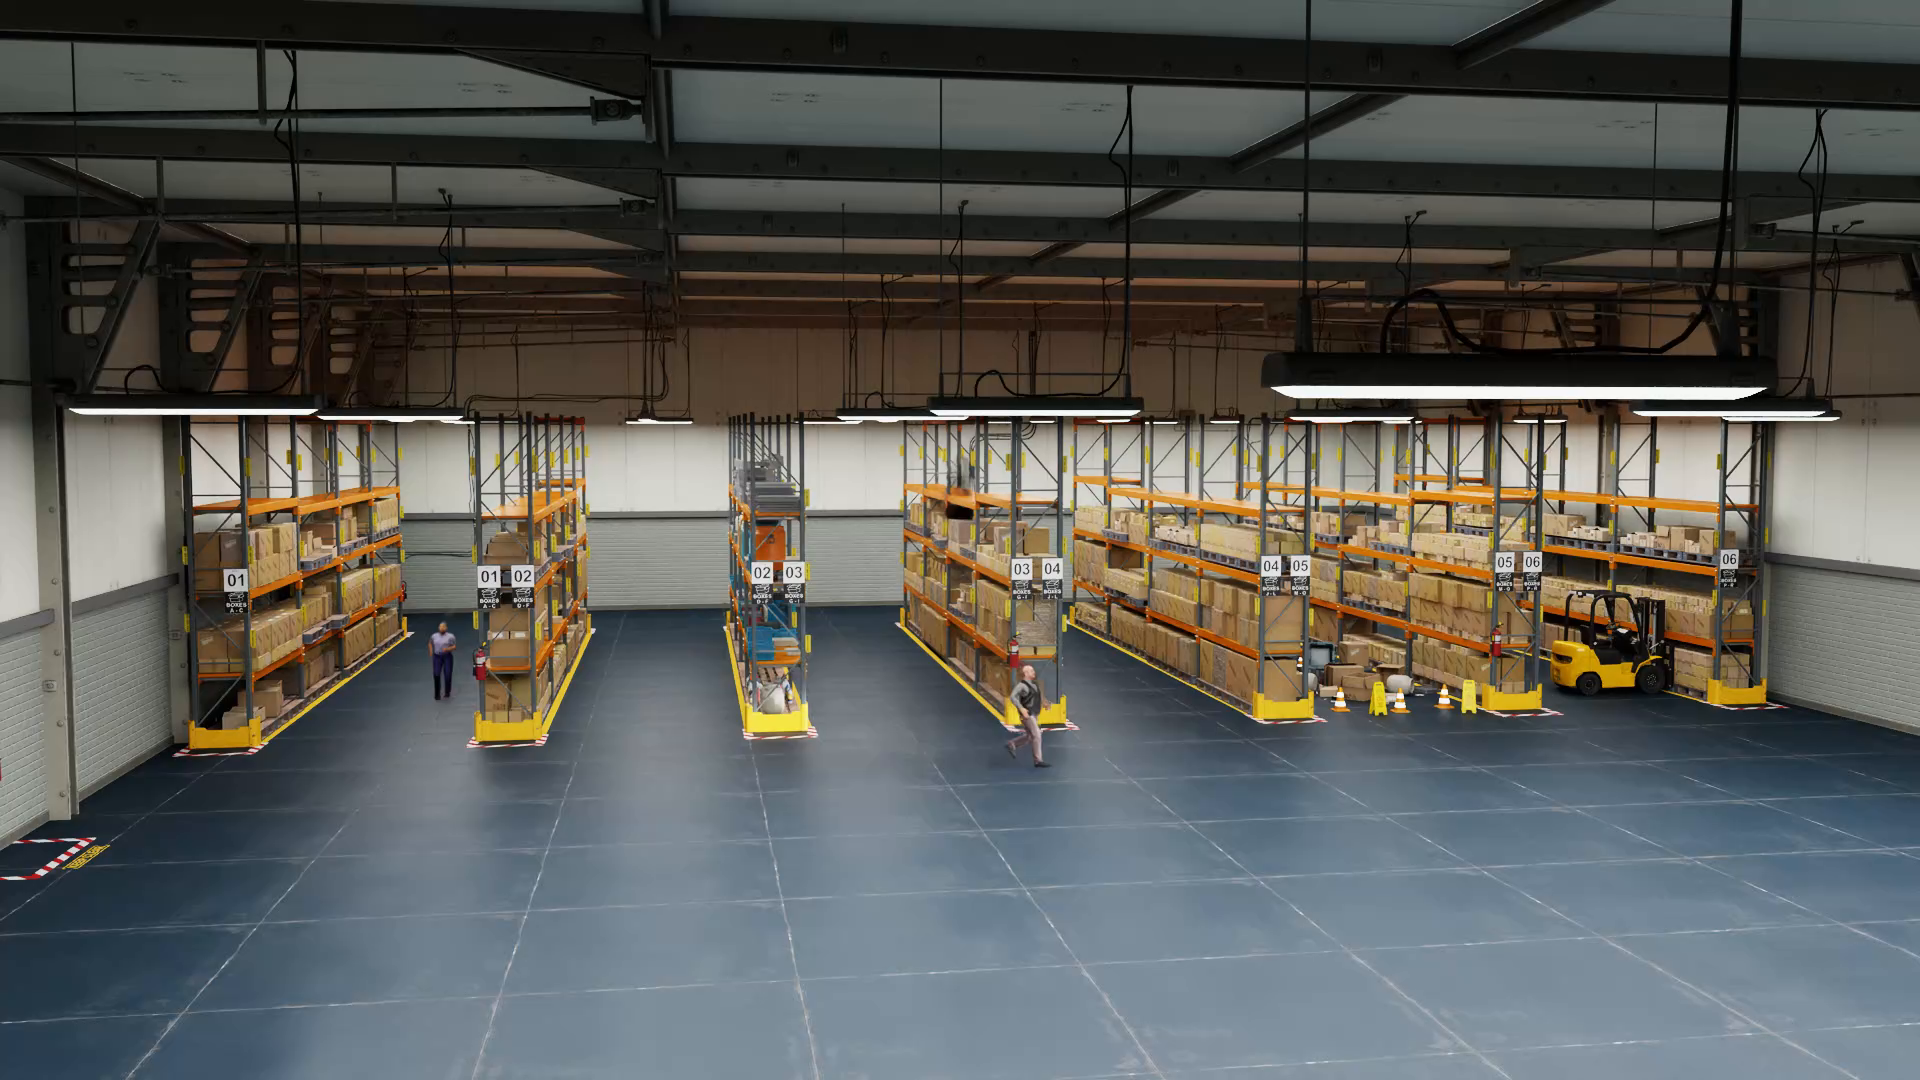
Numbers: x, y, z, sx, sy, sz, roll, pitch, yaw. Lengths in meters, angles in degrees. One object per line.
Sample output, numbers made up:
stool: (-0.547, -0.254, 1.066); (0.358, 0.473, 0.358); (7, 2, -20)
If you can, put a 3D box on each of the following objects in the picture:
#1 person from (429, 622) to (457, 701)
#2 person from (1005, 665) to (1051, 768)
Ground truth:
person: (-10.846, 2.544, 34.860); (0.581, 1.643, 0.680); (-1, 4, -14)
person: (1.134, 2.956, 28.008); (0.908, 1.699, 0.684); (2, 4, 27)
